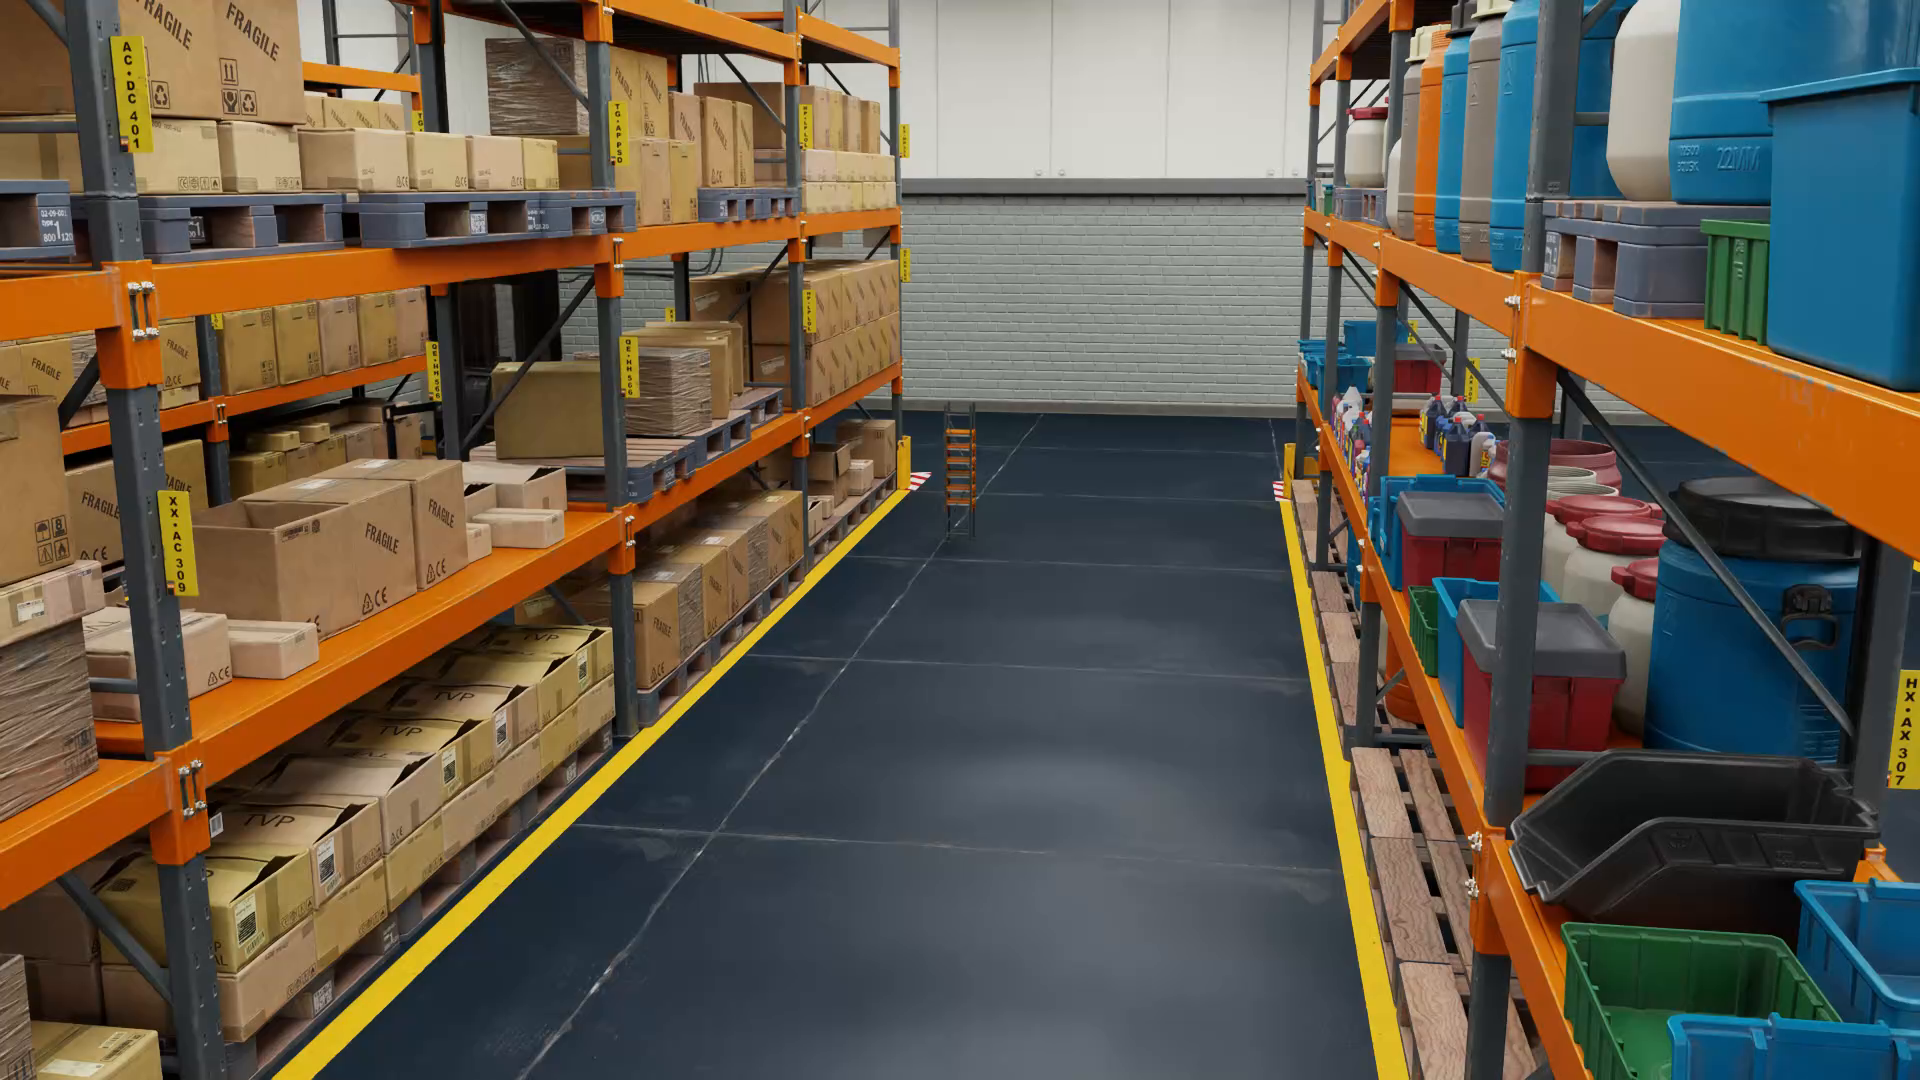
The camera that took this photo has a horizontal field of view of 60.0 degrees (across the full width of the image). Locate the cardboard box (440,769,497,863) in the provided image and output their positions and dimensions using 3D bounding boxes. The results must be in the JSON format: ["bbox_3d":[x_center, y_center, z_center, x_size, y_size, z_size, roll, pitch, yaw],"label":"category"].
[{"bbox_3d":[-2.394,1.198,7.344,0.500,0.250,0.500,2,12,10],"label":"cardboard box"}]

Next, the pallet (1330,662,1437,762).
[{"bbox_3d":[2.652,0.982,9.438,1.003,0.211,1.213,2,12,9],"label":"pallet"}]

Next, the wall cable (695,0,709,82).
[{"bbox_3d":[-2.091,-7.164,21.759,3.097,2.526,0.112,2,12,9],"label":"wall cable"}]

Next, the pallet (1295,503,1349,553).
[{"bbox_3d":[3.447,-0.095,14.431,1.003,0.211,1.213,2,12,9],"label":"pallet"}]

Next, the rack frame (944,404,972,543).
[{"bbox_3d":[-0.016,-0.564,14.265,0.240,1.200,0.006,2,12,9],"label":"rack frame"}]

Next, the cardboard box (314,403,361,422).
[{"bbox_3d":[-6.251,-1.281,16.714,0.380,0.149,0.250,2,12,9],"label":"cardboard box"}]

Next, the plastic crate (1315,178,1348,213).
[{"bbox_3d":[3.156,-2.838,13.705,0.437,0.282,0.530,2,12,9],"label":"plastic crate"}]

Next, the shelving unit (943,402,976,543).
[{"bbox_3d":[-0.002,-0.584,14.353,0.258,1.200,0.189,2,12,9],"label":"shelving unit"}]

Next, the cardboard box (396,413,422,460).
[{"bbox_3d":[-5.996,-1.037,17.121,0.700,0.500,0.500,2,12,9],"label":"cardboard box"}]

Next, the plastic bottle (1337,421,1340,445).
[{"bbox_3d":[2.623,-0.748,11.315,0.097,0.201,0.097,0,12,0],"label":"plastic bottle"}]

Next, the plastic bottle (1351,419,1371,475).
[{"bbox_3d":[2.454,-0.560,10.088,0.144,0.351,0.185,2,12,9],"label":"plastic bottle"}]

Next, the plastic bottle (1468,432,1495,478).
[{"bbox_3d":[3.171,-0.524,10.098,0.152,0.276,0.135,2,12,9],"label":"plastic bottle"}]

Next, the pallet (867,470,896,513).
[{"bbox_3d":[-1.225,-0.498,16.302,1.003,0.211,1.213,2,12,9],"label":"pallet"}]

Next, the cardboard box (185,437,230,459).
[{"bbox_3d":[-6.604,-0.799,14.477,0.380,0.149,0.250,2,12,8],"label":"cardboard box"}]

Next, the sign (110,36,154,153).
[{"bbox_3d":[-2.389,-1.285,4.800,0.100,0.325,0.005,2,12,9],"label":"sign"}]

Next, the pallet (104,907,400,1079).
[{"bbox_3d":[-2.863,1.664,6.272,1.003,0.211,1.213,2,12,9],"label":"pallet"}]

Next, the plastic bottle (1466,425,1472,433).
[{"bbox_3d":[3.184,-0.585,10.394,0.097,0.271,0.097,0,12,0],"label":"plastic bottle"}]

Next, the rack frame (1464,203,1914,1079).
[{"bbox_3d":[1.957,0.617,4.512,1.000,3.000,0.127,2,12,9],"label":"rack frame"}]

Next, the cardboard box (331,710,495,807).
[{"bbox_3d":[-2.392,0.922,7.294,0.500,0.311,0.500,2,12,10],"label":"cardboard box"}]

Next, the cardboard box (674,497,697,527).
[{"bbox_3d":[-2.176,-0.269,11.729,0.500,0.250,0.500,2,12,9],"label":"cardboard box"}]

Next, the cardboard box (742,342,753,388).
[{"bbox_3d":[-1.884,-1.371,13.499,0.500,0.500,0.500,2,12,10],"label":"cardboard box"}]

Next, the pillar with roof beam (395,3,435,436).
[{"bbox_3d":[-2.173,-5.586,19.052,9.100,9.000,0.400,2,12,9],"label":"pillar with roof beam"}]

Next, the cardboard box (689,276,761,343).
[{"bbox_3d":[-1.885,-1.861,13.400,0.500,0.500,0.500,2,12,9],"label":"cardboard box"}]

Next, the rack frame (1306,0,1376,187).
[{"bbox_3d":[3.802,-4.814,15.471,1.000,3.000,0.127,2,12,9],"label":"rack frame"}]

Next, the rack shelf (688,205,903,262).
[{"bbox_3d":[-1.399,-2.741,14.680,1.077,0.370,4.000,2,12,9],"label":"rack shelf"}]

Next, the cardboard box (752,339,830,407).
[{"bbox_3d":[-1.359,-1.356,13.429,0.500,0.500,0.500,2,12,10],"label":"cardboard box"}]

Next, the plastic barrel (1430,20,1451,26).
[{"bbox_3d":[2.662,-2.216,8.518,0.600,0.830,0.708,2,12,9],"label":"plastic barrel"}]

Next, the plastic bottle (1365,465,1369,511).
[{"bbox_3d":[2.248,-0.305,9.066,0.061,0.283,0.133,2,12,9],"label":"plastic bottle"}]

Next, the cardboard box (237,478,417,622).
[{"bbox_3d":[-2.645,0.033,6.982,0.500,0.500,0.500,2,12,9],"label":"cardboard box"}]

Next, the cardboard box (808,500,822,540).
[{"bbox_3d":[-1.429,-0.191,13.598,0.500,0.311,0.500,2,12,9],"label":"cardboard box"}]

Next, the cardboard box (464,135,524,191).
[{"bbox_3d":[-2.399,-1.770,7.824,0.500,0.250,0.500,2,12,10],"label":"cardboard box"}]

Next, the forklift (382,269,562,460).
[{"bbox_3d":[-3.869,-1.142,12.837,1.130,2.935,3.031,8,14,31],"label":"forklift"}]

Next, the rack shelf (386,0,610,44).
[{"bbox_3d":[-2.630,-2.347,6.678,1.077,0.370,4.000,2,12,9],"label":"rack shelf"}]

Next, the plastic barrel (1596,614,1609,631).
[{"bbox_3d":[2.312,0.414,5.782,0.301,0.262,0.301,0,12,0],"label":"plastic barrel"}]

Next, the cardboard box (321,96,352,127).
[{"bbox_3d":[-5.990,-3.842,15.424,0.500,0.500,0.500,1,12,6],"label":"cardboard box"}]

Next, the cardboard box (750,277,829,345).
[{"bbox_3d":[-1.356,-1.837,13.285,0.500,0.500,0.500,2,12,10],"label":"cardboard box"}]

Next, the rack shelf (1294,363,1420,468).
[{"bbox_3d":[3.494,-1.113,14.247,1.077,0.370,4.000,2,12,9],"label":"rack shelf"}]

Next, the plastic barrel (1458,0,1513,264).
[{"bbox_3d":[1.921,-1.344,5.299,0.600,0.901,0.600,0,12,0],"label":"plastic barrel"}]

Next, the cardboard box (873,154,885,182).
[{"bbox_3d":[-0.995,-3.461,15.481,0.500,0.250,0.500,2,12,9],"label":"cardboard box"}]

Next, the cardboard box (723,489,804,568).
[{"bbox_3d":[-1.500,-0.091,12.685,0.500,0.500,0.500,2,12,8],"label":"cardboard box"}]

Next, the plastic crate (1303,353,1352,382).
[{"bbox_3d":[3.236,-1.514,14.654,0.416,0.233,0.300,2,12,9],"label":"plastic crate"}]

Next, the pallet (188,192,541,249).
[{"bbox_3d":[-2.507,-1.374,7.079,1.003,0.211,1.213,2,12,11],"label":"pallet"}]

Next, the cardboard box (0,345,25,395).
[{"bbox_3d":[-6.723,-1.046,11.236,0.500,0.500,0.500,2,12,8],"label":"cardboard box"}]

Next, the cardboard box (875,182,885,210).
[{"bbox_3d":[-0.998,-3.216,15.534,0.500,0.250,0.500,2,12,9],"label":"cardboard box"}]

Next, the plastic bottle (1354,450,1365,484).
[{"bbox_3d":[2.388,-0.430,9.842,0.097,0.201,0.097,0,12,0],"label":"plastic bottle"}]

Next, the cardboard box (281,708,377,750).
[{"bbox_3d":[-2.925,0.910,7.351,0.500,0.311,0.500,2,12,8],"label":"cardboard box"}]

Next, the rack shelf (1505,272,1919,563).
[{"bbox_3d":[1.649,-0.082,2.340,1.077,0.370,4.000,2,12,9],"label":"rack shelf"}]

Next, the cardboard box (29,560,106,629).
[{"bbox_3d":[-2.767,0.153,4.887,0.380,0.149,0.250,2,12,9],"label":"cardboard box"}]

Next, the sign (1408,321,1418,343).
[{"bbox_3d":[4.348,-1.947,16.019,0.100,0.325,0.005,2,12,9],"label":"sign"}]

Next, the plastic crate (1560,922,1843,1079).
[{"bbox_3d":[1.469,0.994,3.266,0.450,0.188,0.662,2,12,9],"label":"plastic crate"}]

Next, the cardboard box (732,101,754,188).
[{"bbox_3d":[-1.857,-2.877,12.131,0.600,0.600,0.600,1,12,3],"label":"cardboard box"}]

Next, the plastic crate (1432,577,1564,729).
[{"bbox_3d":[1.819,0.385,5.626,0.392,0.384,0.575,2,12,9],"label":"plastic crate"}]

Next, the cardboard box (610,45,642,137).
[{"bbox_3d":[-2.170,-2.578,9.606,0.500,0.500,0.500,2,12,9],"label":"cardboard box"}]

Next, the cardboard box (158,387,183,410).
[{"bbox_3d":[-6.390,-1.124,13.137,0.380,0.149,0.250,2,12,10],"label":"cardboard box"}]

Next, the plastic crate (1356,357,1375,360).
[{"bbox_3d":[3.856,-1.606,15.310,0.396,0.136,0.243,2,12,9],"label":"plastic crate"}]

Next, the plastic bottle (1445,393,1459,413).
[{"bbox_3d":[3.369,-0.823,11.308,0.144,0.351,0.185,2,12,9],"label":"plastic bottle"}]
